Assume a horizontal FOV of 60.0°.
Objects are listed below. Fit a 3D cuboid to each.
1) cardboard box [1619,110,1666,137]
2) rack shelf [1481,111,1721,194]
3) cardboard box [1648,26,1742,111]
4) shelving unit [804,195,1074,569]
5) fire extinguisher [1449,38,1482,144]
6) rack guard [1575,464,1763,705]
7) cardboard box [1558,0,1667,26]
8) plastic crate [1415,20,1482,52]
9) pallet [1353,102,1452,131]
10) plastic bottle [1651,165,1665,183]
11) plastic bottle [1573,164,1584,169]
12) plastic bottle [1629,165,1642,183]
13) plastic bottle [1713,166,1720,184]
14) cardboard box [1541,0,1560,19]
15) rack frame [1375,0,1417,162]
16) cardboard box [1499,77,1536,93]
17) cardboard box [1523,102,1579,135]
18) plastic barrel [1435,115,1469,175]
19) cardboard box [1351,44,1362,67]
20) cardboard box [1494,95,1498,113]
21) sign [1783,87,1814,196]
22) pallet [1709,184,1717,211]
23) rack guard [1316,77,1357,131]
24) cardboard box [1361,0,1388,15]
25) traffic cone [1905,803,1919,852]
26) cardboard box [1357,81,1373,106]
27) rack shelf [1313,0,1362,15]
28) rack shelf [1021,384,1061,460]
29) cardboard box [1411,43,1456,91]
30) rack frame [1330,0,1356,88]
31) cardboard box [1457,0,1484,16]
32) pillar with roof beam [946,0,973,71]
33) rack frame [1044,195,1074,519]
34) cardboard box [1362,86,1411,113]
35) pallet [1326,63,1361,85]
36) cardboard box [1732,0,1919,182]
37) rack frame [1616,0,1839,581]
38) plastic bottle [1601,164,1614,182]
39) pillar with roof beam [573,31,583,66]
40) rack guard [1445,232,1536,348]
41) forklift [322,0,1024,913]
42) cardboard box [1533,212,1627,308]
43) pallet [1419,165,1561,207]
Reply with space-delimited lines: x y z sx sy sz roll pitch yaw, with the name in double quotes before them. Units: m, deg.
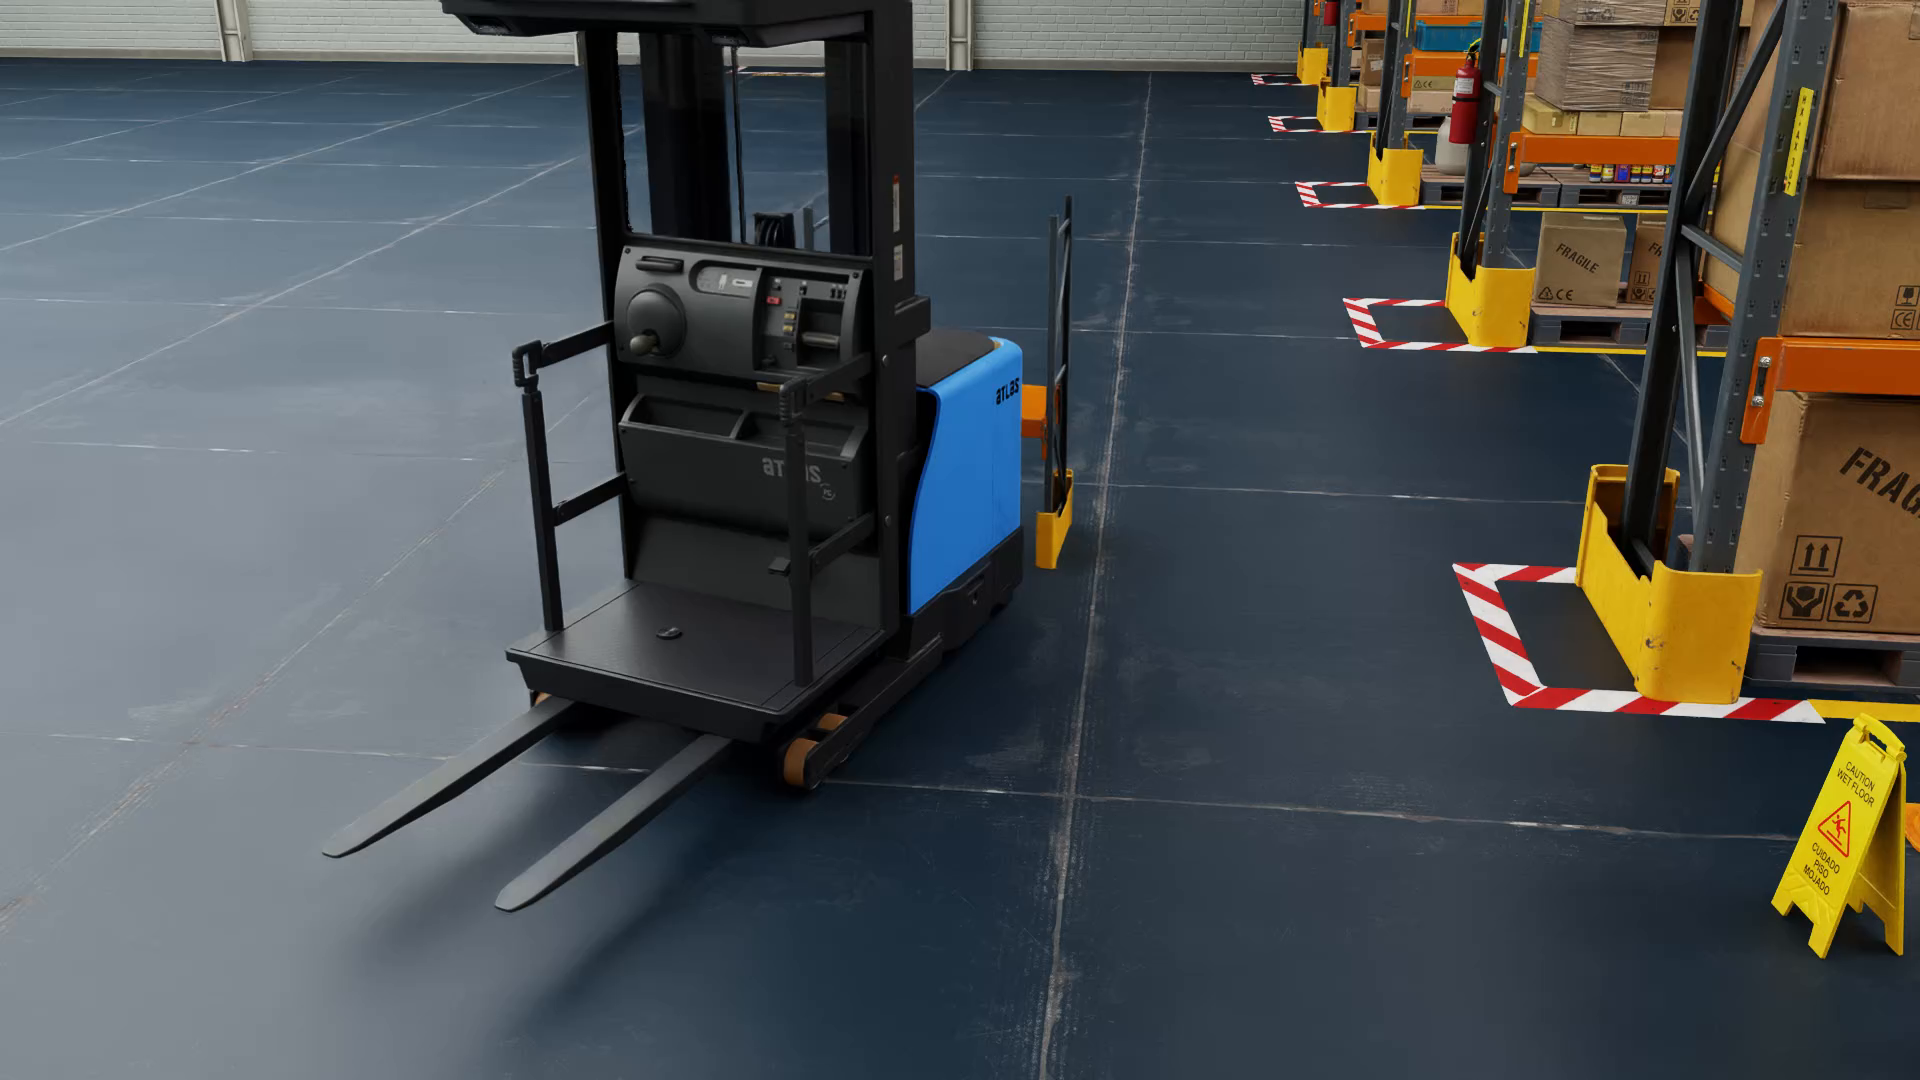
"cardboard box" 4.153 -2.579 10.225 0.250 0.149 0.380 2 22 6
"rack shelf" 5.392 -2.408 10.429 4.000 0.370 1.077 2 22 6
"cardboard box" 4.460 -3.002 10.414 0.500 0.500 0.875 2 22 6
"shelving unit" -0.069 -0.718 7.215 1.083 1.500 0.587 4 22 10
"fire extinguisher" 3.347 -2.966 10.968 0.183 0.674 0.296 2 22 6
"rack guard" 2.698 0.139 6.409 0.348 0.500 1.175 2 22 6
"cardboard box" 3.920 -3.356 9.947 0.500 0.500 0.500 2 22 6
"plastic crate" 4.521 -4.656 15.339 0.616 0.251 0.499 2 22 6
"pallet" 5.340 -5.131 20.132 1.213 0.211 1.003 2 22 6
"plastic bottle" 6.291 -3.325 14.978 0.097 0.201 0.097 0 22 0
"plastic bottle" 5.864 -3.621 15.728 0.097 0.201 0.097 0 22 0
"plastic bottle" 6.093 -3.366 14.987 0.097 0.271 0.097 0 22 0
"plastic bottle" 6.776 -3.382 14.919 0.185 0.351 0.144 2 22 6
"cardboard box" 3.981 -3.545 10.427 0.500 0.500 0.500 2 22 6
"rack frame" 3.989 -4.638 15.090 0.127 3.000 1.000 2 22 6
"cardboard box" 6.571 -5.541 19.524 0.500 0.500 0.500 2 22 6
"cardboard box" 3.661 -2.613 10.311 0.250 0.149 0.380 2 22 6
"plastic barrel" 4.651 -3.675 15.469 0.421 0.512 0.421 0 22 0
"cardboard box" 5.831 -7.146 24.494 0.500 0.311 0.500 0 22 0
"cardboard box" 6.075 -5.216 19.722 0.500 0.250 0.500 2 22 6
"sign" 2.651 -1.260 5.261 0.005 0.325 0.100 2 22 6
"pallet" 7.299 -3.212 15.277 1.213 0.211 1.003 2 22 6
"rack guard" 4.552 -5.284 20.126 0.348 0.500 1.175 2 22 6
"cardboard box" 5.038 -6.467 19.583 0.500 0.500 0.700 3 22 6
"traffic cone" 3.082 0.699 5.044 0.334 0.463 0.336 2 22 6
"cardboard box" 5.143 -5.447 20.307 0.500 0.250 0.500 2 22 6
"rack shelf" 7.141 -7.834 24.153 4.000 0.370 1.077 2 22 6
"rack shelf" -0.078 -0.551 7.283 1.000 0.185 0.538 4 22 10
"cardboard box" 5.579 -5.586 19.638 0.500 0.500 0.500 2 22 6
"rack frame" 4.576 -6.446 19.664 0.127 3.000 1.000 2 22 6
"cardboard box" 6.052 -6.423 19.470 0.500 0.500 0.700 3 22 7
"pillar with roof beam" -0.513 -10.018 20.540 0.400 9.000 9.100 2 22 6
"rack frame" 0.421 -0.682 7.125 0.032 1.500 0.500 4 22 10
"cardboard box" 5.082 -5.258 19.828 0.500 0.250 0.500 2 22 6
"pallet" 6.033 -6.906 24.622 1.213 0.211 1.003 2 22 6
"cardboard box" 3.086 -1.564 5.644 0.550 0.550 0.875 2 22 6
"rack frame" 2.722 -1.023 5.947 0.127 3.000 1.000 2 22 6
"plastic bottle" 5.855 -3.344 15.026 0.097 0.201 0.097 0 22 0
"pillar with roof beam" -6.472 -10.277 21.196 0.400 9.000 9.100 2 22 6
"rack guard" 3.481 -1.663 10.967 0.348 0.500 1.175 2 22 6
"forklift" -0.830 -0.736 5.314 1.130 2.935 3.031 10 24 24
"cardboard box" 4.024 -1.829 10.815 0.500 0.500 0.500 7 23 16
"pallet" 4.876 -3.318 15.544 1.213 0.211 1.003 2 22 6
